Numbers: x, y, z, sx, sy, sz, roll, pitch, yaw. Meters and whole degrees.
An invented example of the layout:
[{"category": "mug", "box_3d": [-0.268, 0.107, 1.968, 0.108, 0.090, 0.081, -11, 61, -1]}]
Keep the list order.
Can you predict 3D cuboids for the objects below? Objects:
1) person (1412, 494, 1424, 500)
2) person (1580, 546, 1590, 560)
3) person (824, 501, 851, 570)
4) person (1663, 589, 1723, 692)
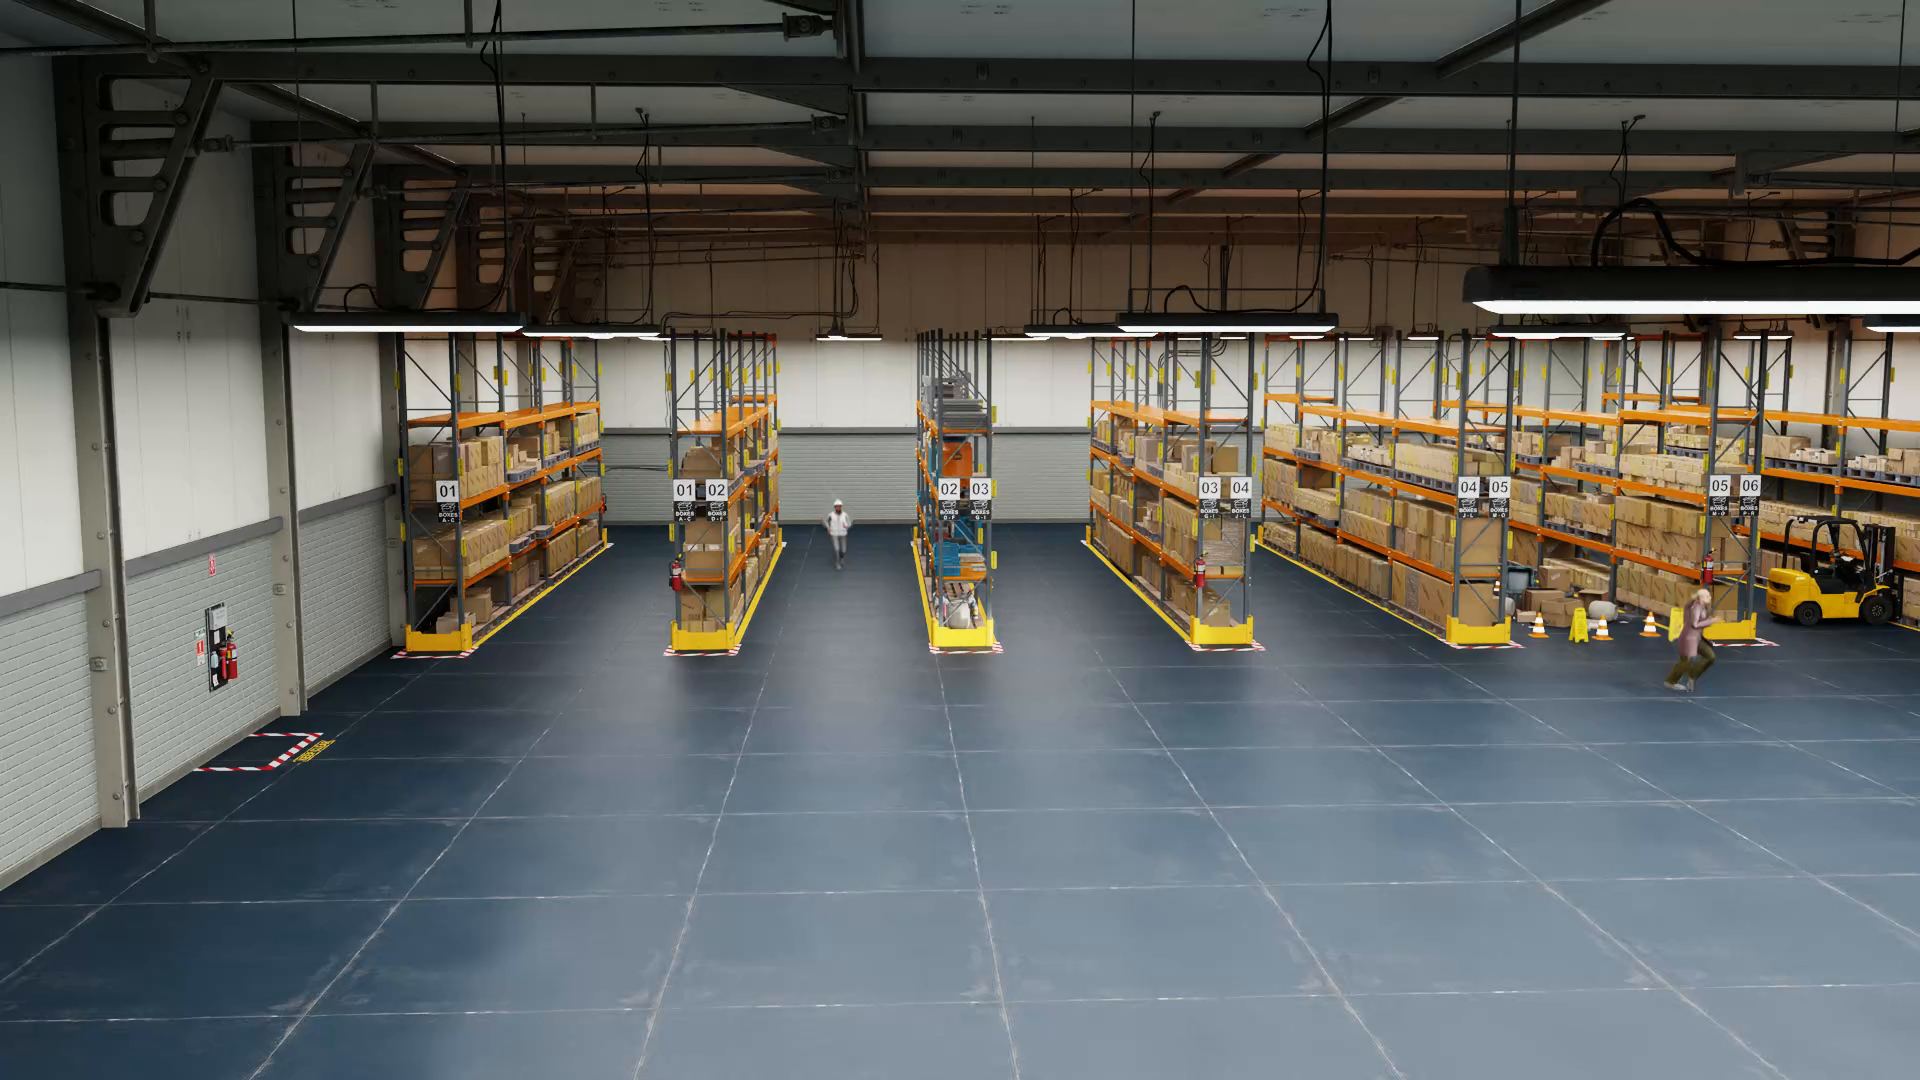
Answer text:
[{"category": "person", "box_3d": [13.541, -0.919, 49.513, 0.542, 1.626, 0.616, 1, 7, 10]}, {"category": "person", "box_3d": [16.220, -0.195, 43.026, 0.726, 1.728, 0.657, 0, 7, -4]}, {"category": "person", "box_3d": [-3.100, -0.133, 42.365, 0.669, 1.745, 0.860, -1, 7, -12]}, {"category": "person", "box_3d": [12.003, 1.643, 27.219, 0.895, 1.727, 0.673, 6, 9, 44]}]
